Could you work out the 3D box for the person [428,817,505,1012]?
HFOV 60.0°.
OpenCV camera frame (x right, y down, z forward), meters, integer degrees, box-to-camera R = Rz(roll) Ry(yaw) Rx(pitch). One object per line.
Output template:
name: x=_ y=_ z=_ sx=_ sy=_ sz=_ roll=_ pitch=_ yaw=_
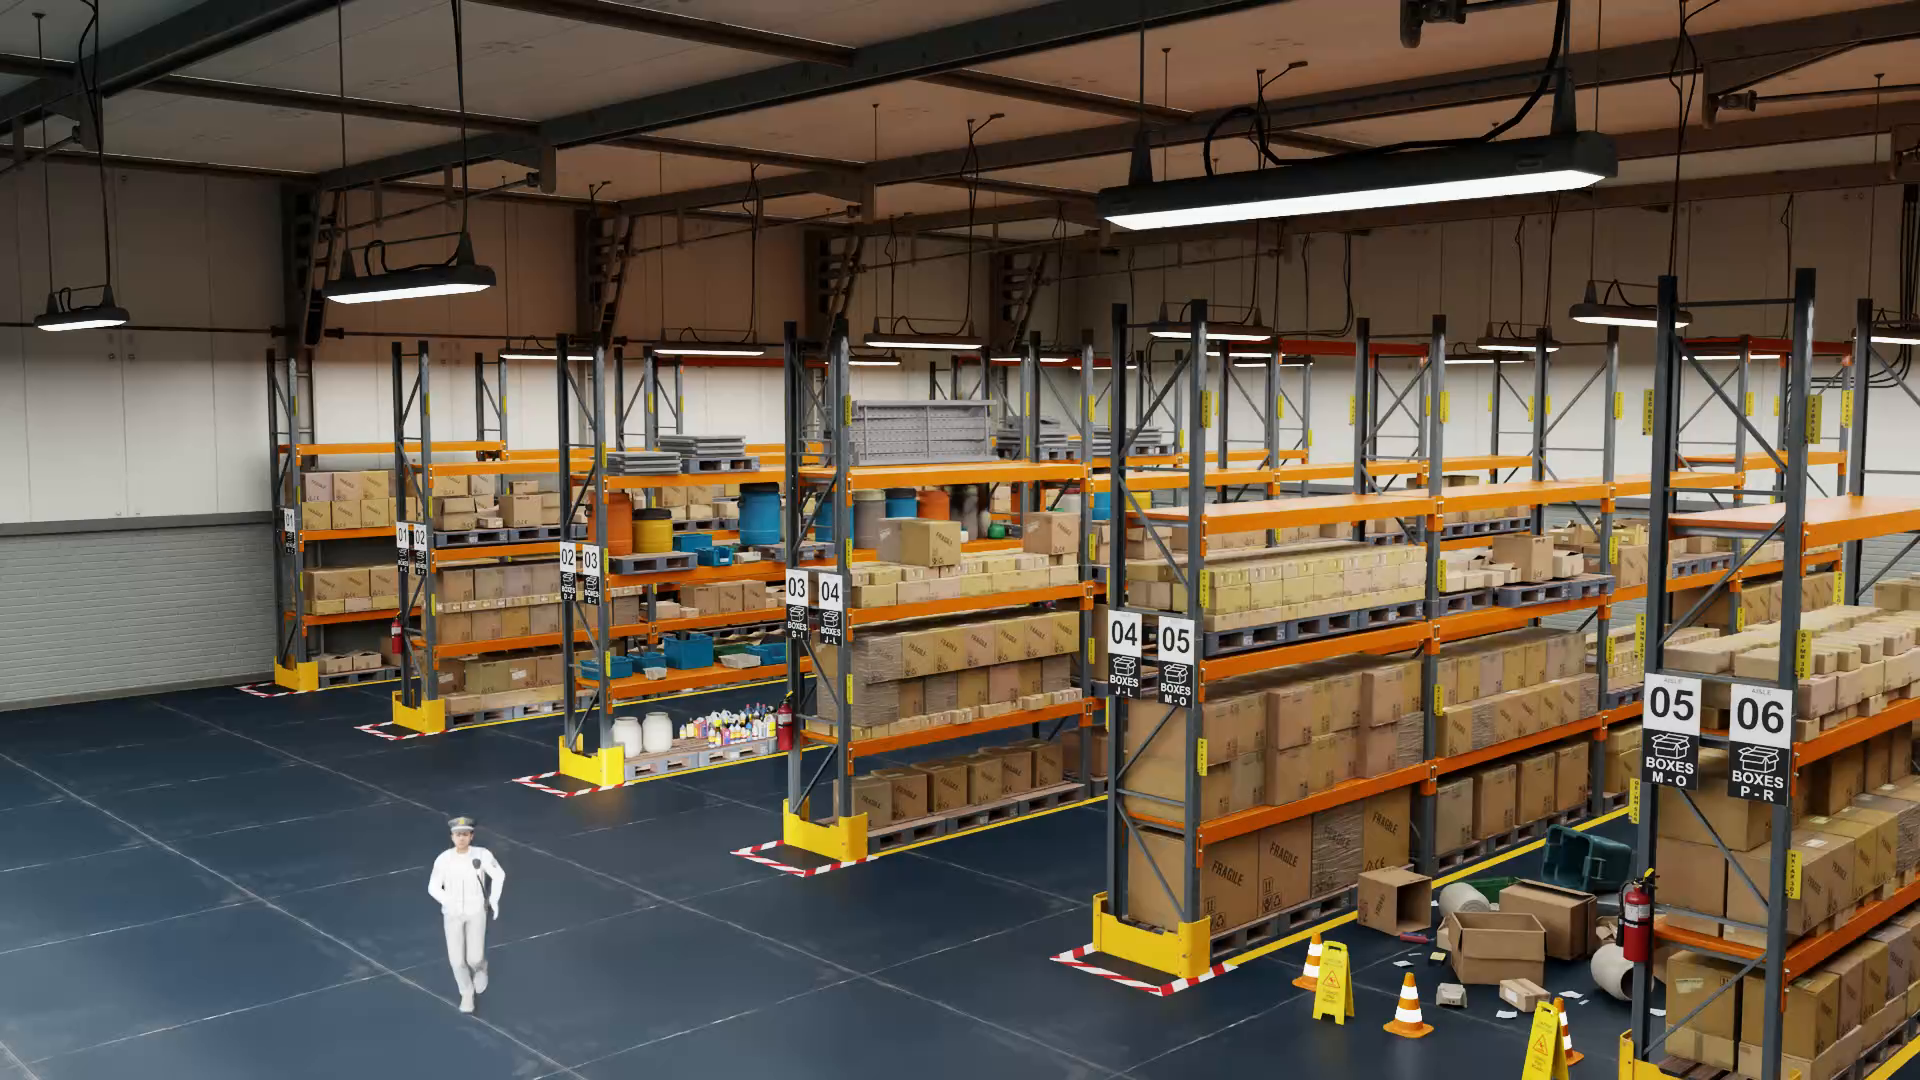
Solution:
person: x=-4.142 y=3.141 z=13.941 sx=0.607 sy=1.653 sz=0.536 roll=-1 pitch=5 yaw=-11
